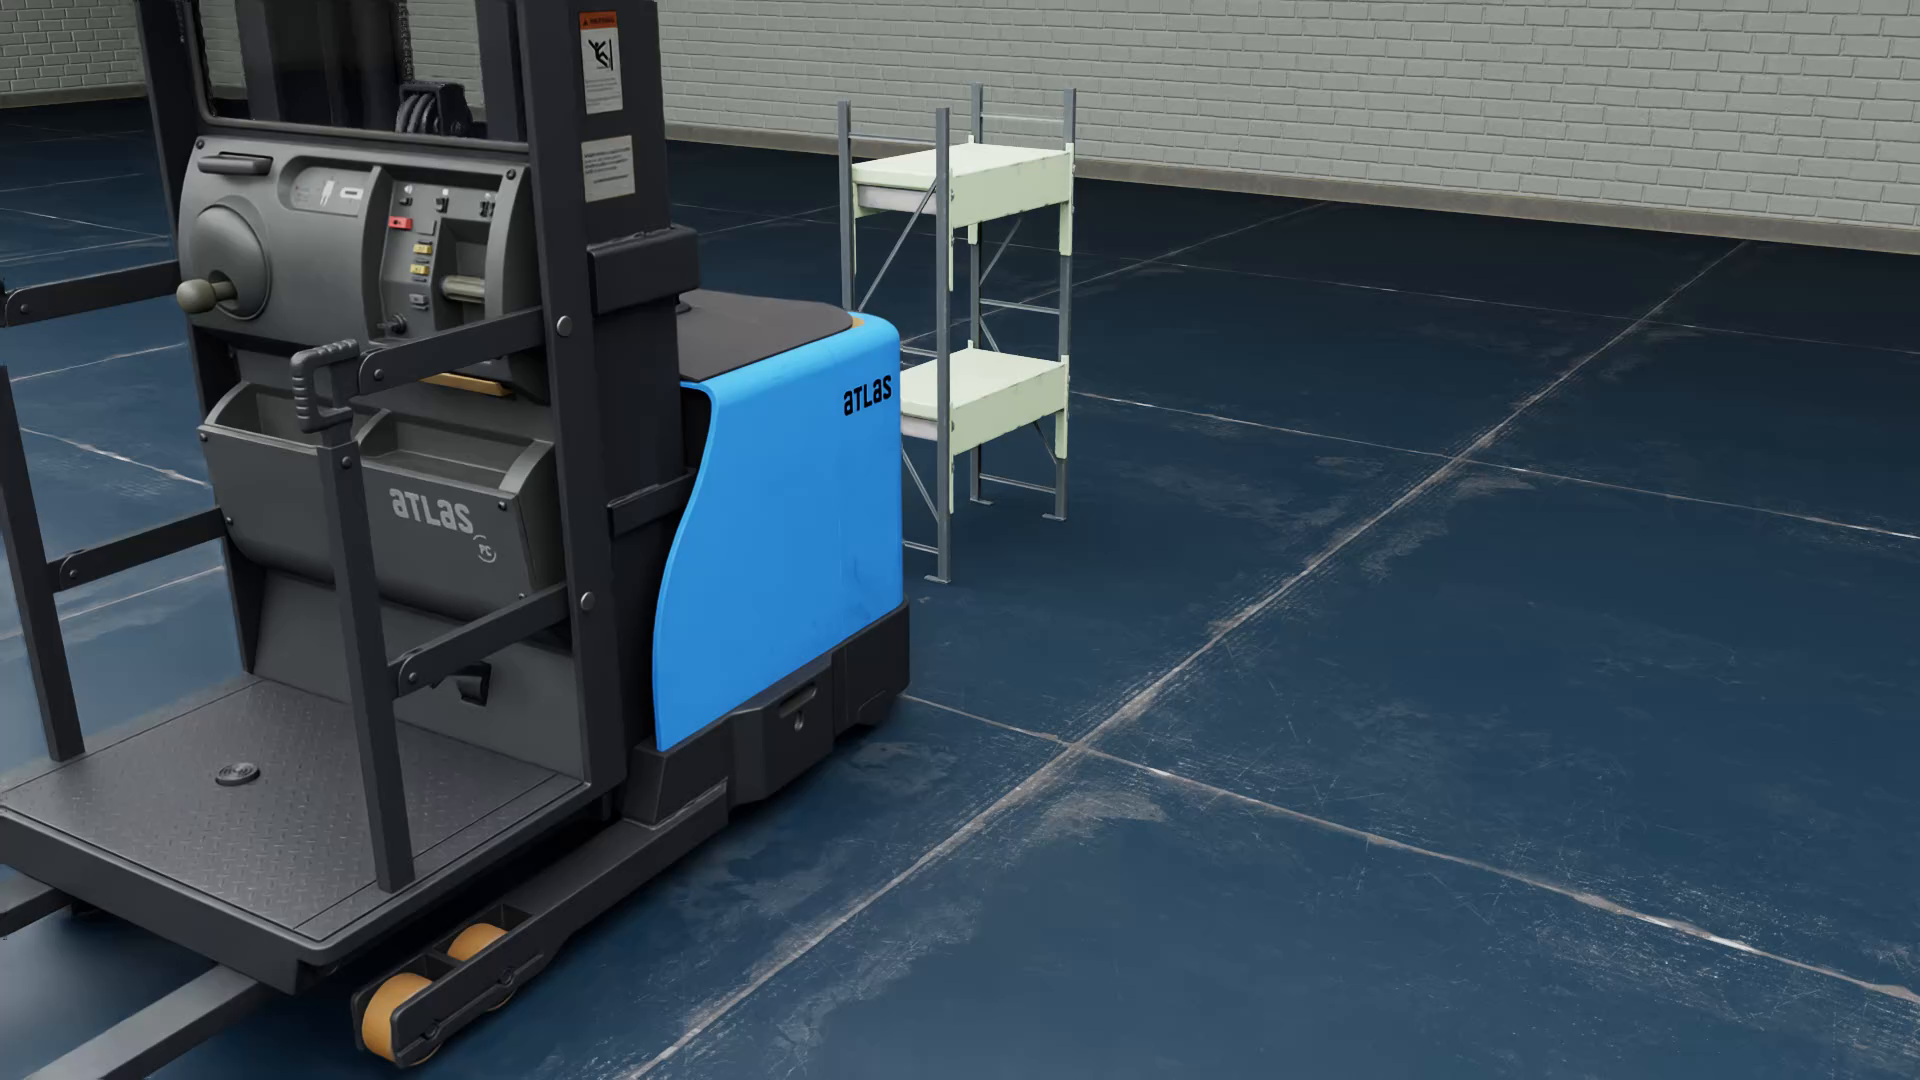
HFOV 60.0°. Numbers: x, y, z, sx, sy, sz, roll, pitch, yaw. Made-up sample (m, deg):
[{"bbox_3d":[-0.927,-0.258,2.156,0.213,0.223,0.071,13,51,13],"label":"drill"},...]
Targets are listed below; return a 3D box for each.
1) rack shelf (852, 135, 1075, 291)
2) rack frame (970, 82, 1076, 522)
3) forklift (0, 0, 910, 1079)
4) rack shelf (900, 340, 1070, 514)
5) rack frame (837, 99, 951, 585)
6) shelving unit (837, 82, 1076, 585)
[{"bbox_3d":[0.004,-1.071,5.375,0.431,0.370,0.720,13,24,32],"label":"rack shelf"},{"bbox_3d":[0.209,-0.810,5.794,0.400,1.500,0.023,13,24,32],"label":"rack frame"},{"bbox_3d":[-1.318,-0.575,3.094,1.130,2.935,3.031,12,23,28],"label":"forklift"},{"bbox_3d":[0.004,-0.400,5.623,0.431,0.370,0.720,13,24,32],"label":"rack shelf"},{"bbox_3d":[-0.202,-0.600,5.226,0.400,1.500,0.023,13,24,32],"label":"rack frame"},{"bbox_3d":[0.004,-0.705,5.510,0.431,1.500,0.755,13,24,32],"label":"shelving unit"}]
